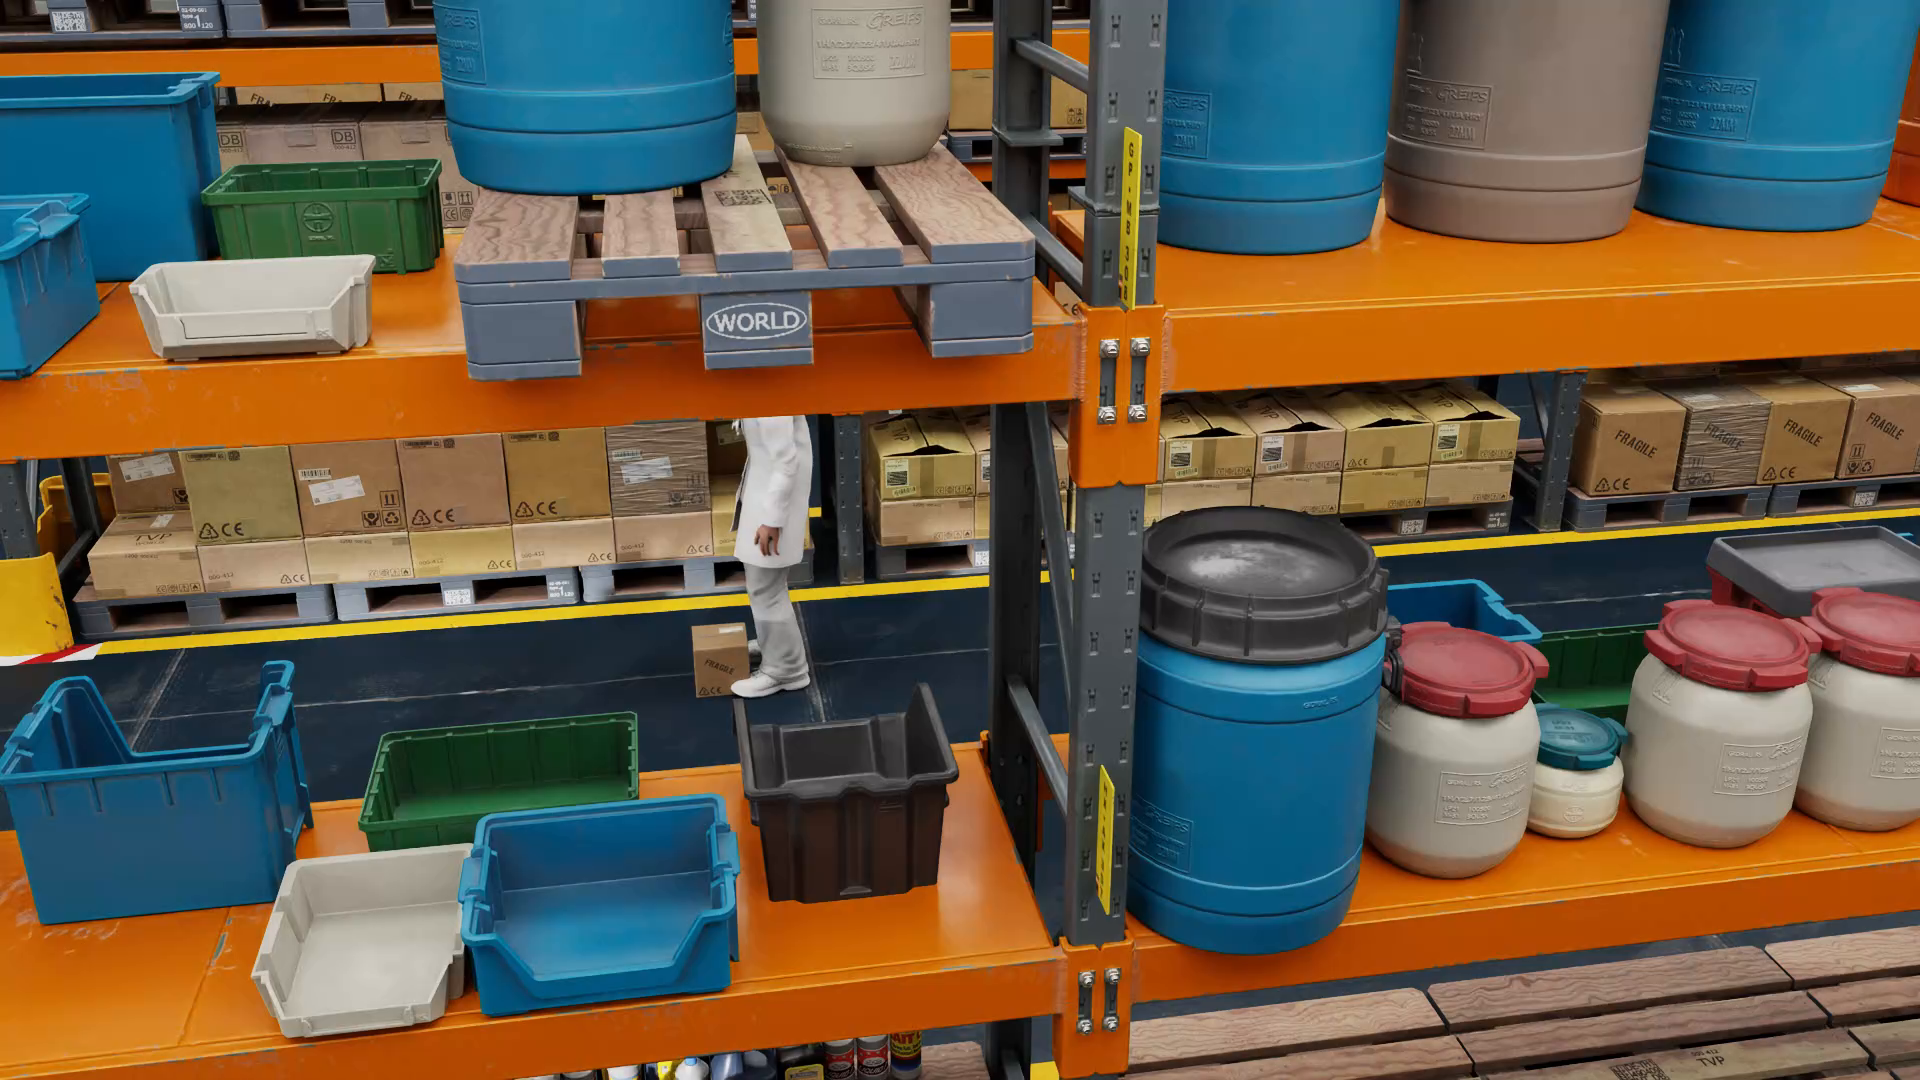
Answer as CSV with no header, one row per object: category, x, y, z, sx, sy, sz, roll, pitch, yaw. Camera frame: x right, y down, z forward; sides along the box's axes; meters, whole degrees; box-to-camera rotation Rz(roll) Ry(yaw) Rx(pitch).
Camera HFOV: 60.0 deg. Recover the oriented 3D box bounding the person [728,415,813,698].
person,-0.877,-0.160,7.494,0.429,1.772,0.649,-5,24,-12
